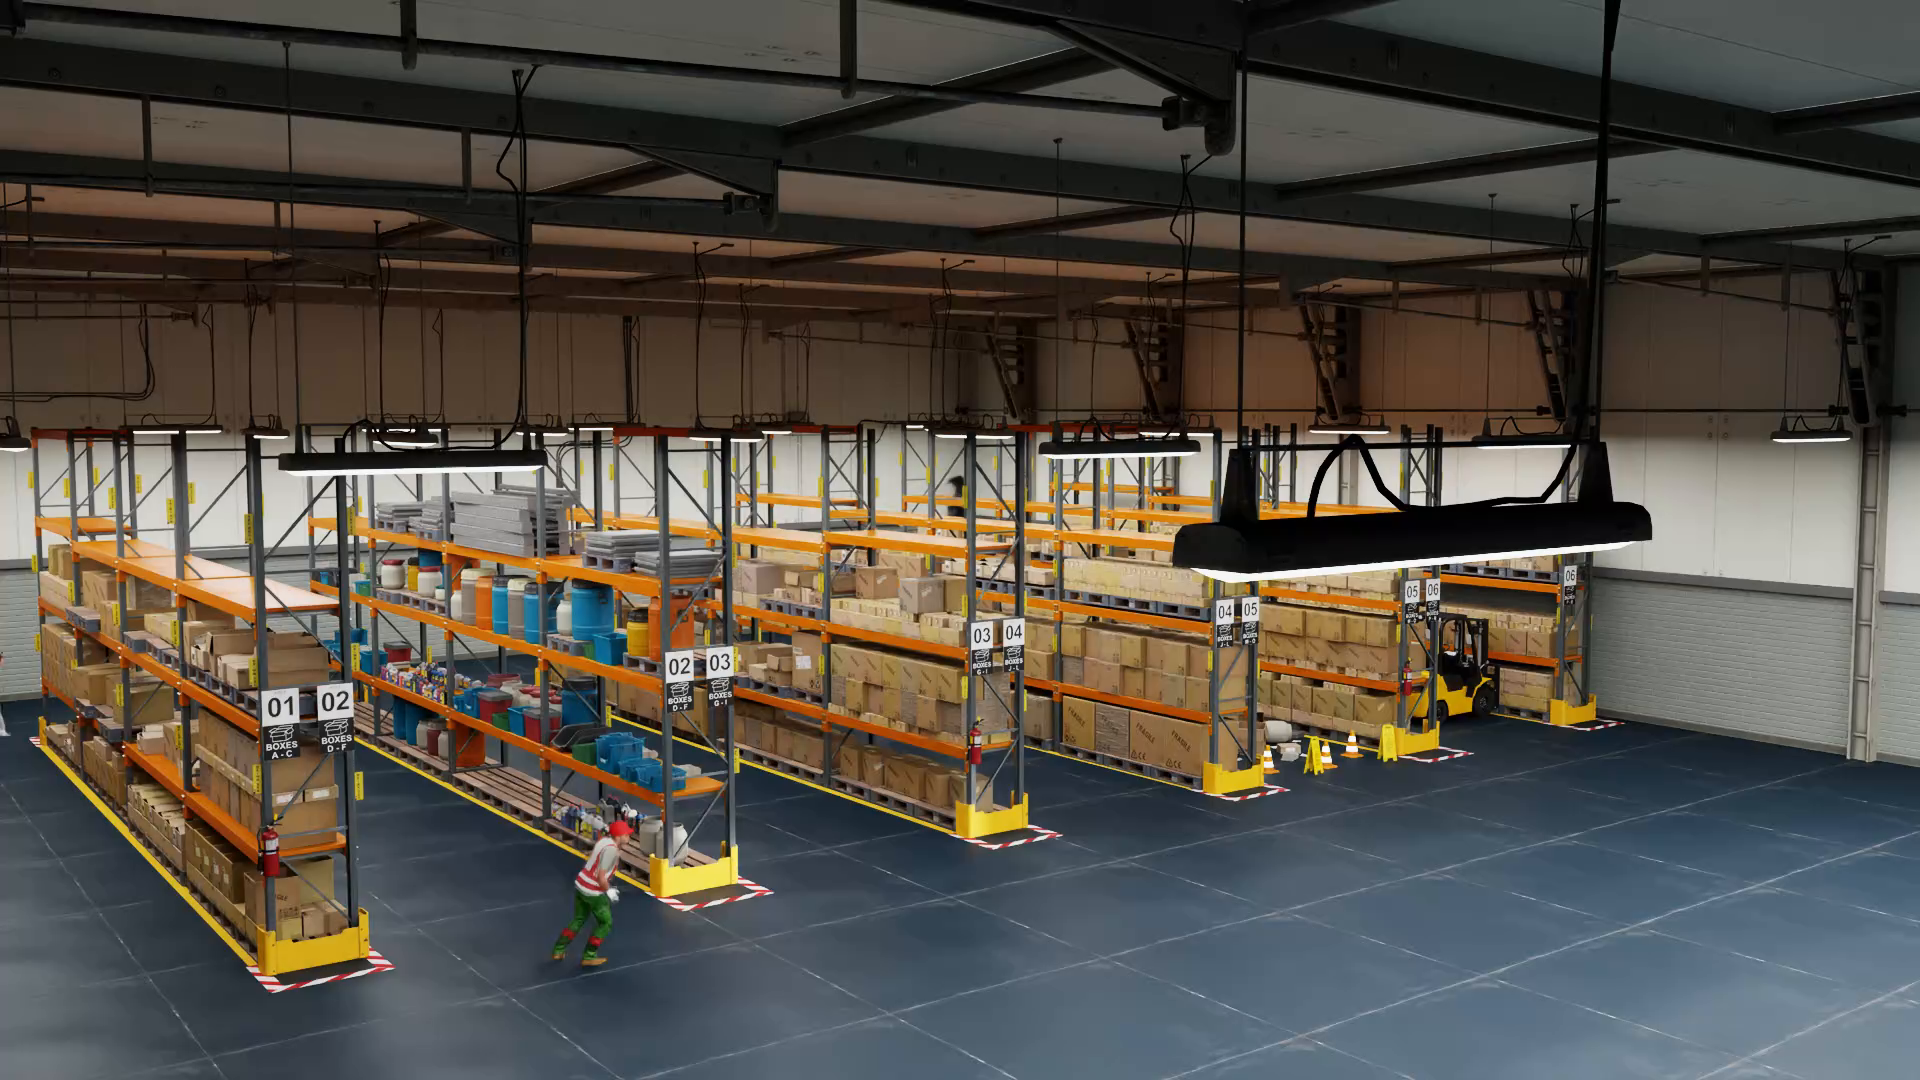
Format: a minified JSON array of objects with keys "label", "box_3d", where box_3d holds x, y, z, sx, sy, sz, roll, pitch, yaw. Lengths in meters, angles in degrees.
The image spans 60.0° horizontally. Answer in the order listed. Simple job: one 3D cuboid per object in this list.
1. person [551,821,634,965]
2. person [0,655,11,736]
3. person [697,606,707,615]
[{"label":"person","box_3d":[-4.199,4.027,18.982,0.904,1.647,0.698,-3,5,-31]},{"label":"person","box_3d":[-18.919,3.032,32.080,0.998,1.625,0.591,-3,6,-37]},{"label":"person","box_3d":[-6.309,2.348,40.569,0.573,1.650,0.844,0,4,-3]}]
